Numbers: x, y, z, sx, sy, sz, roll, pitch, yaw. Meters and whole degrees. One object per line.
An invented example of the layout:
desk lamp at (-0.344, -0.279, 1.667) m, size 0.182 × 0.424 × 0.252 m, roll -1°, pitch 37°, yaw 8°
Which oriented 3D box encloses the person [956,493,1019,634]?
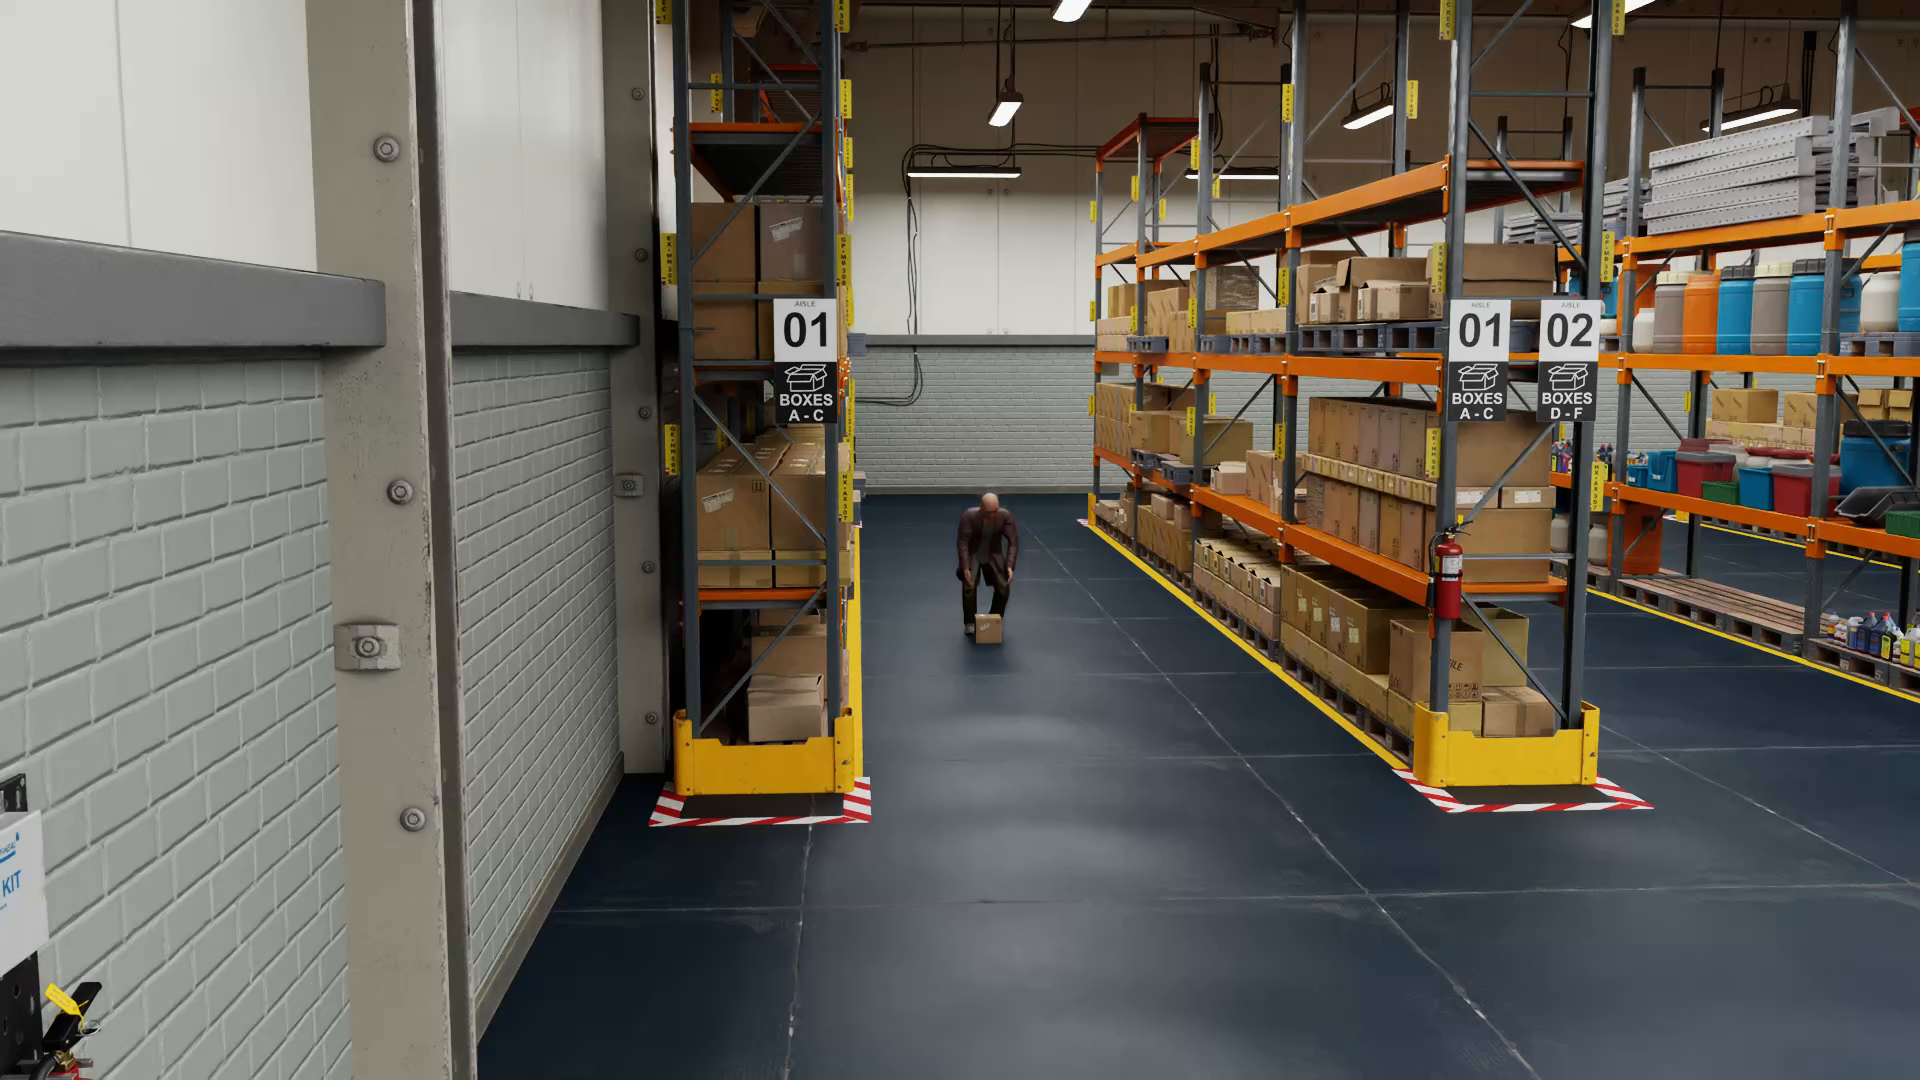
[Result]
person at (0.273, 0.229, 16.794) m, size 0.630 × 1.446 × 0.701 m, roll 0°, pitch 7°, yaw -4°
